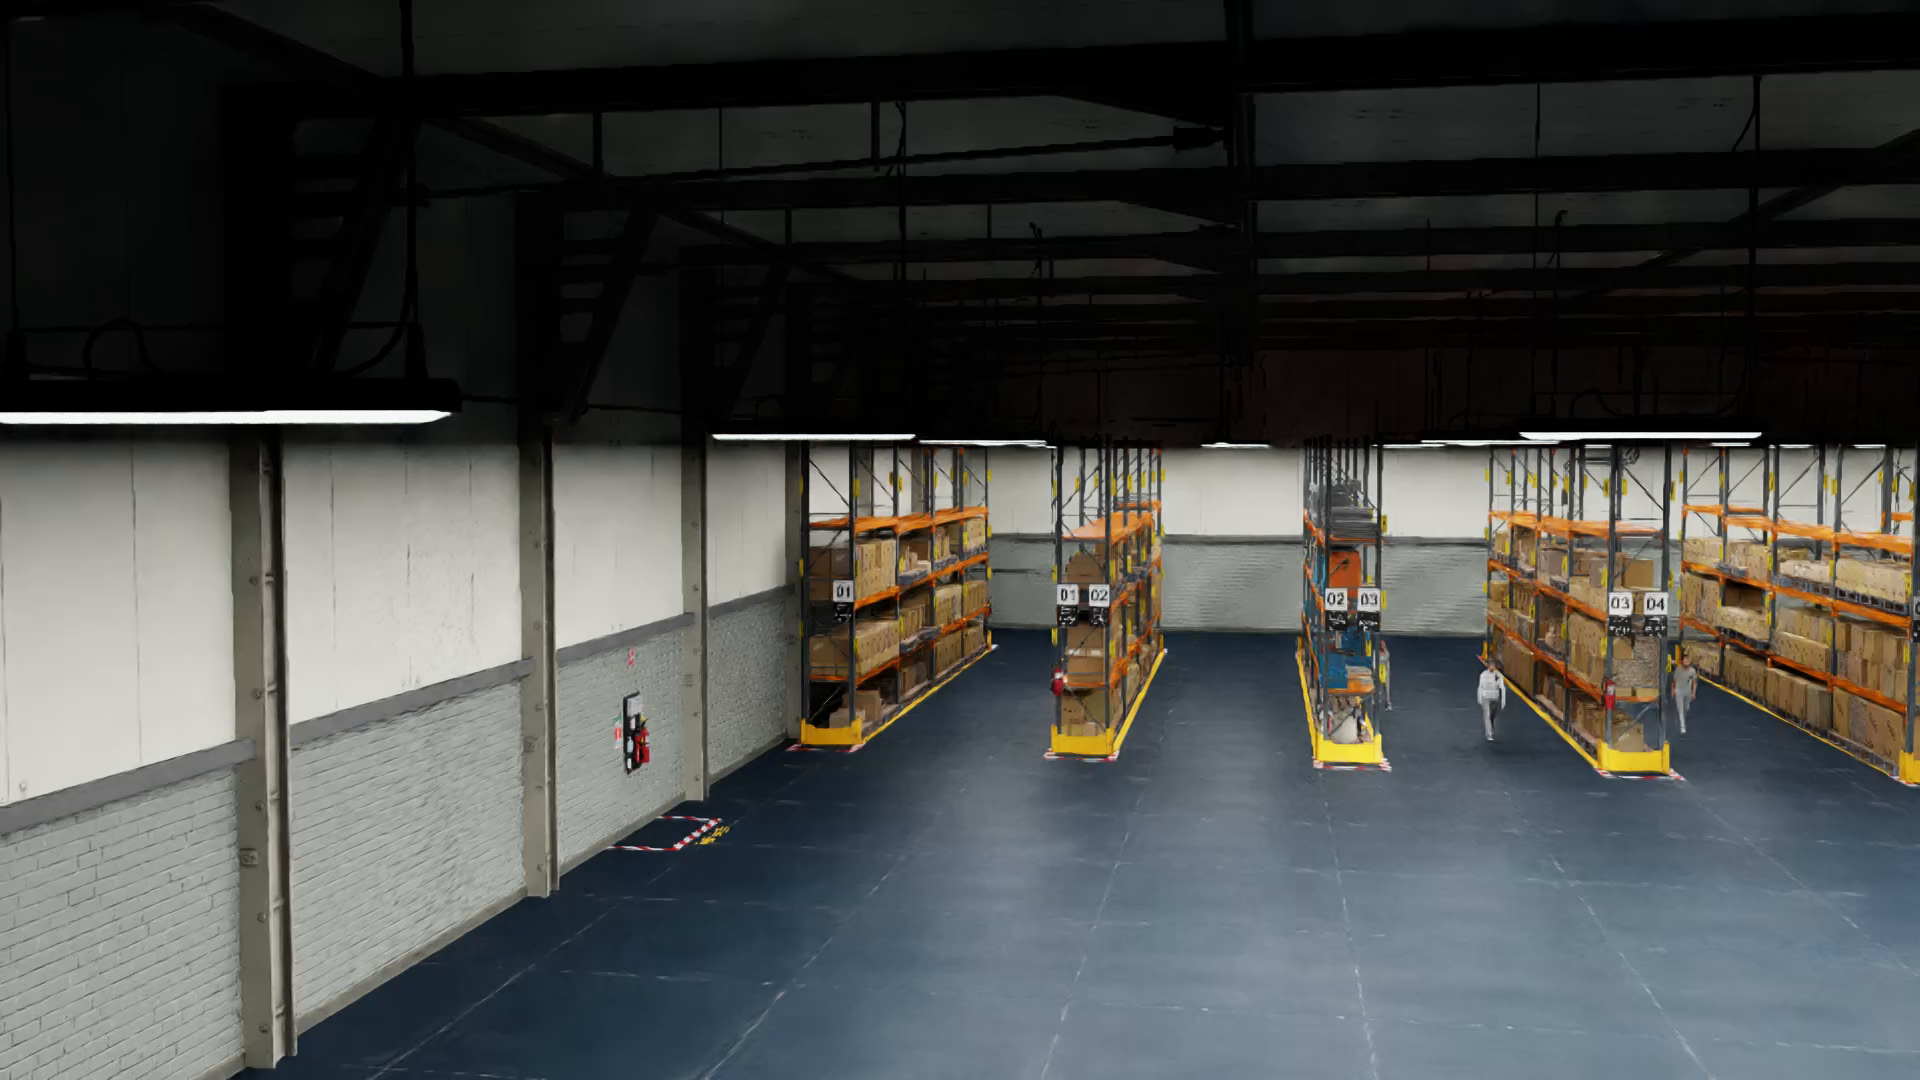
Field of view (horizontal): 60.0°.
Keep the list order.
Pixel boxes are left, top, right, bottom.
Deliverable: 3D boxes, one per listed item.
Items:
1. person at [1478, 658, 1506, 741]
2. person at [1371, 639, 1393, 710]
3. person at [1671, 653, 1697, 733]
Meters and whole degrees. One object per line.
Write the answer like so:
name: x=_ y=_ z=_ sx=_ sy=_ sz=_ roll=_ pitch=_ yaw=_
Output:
person: x=10.513 y=3.124 z=32.861 sx=0.502 sy=1.625 sz=0.997 roll=1 pitch=3 yaw=9
person: x=9.299 y=2.954 z=36.754 sx=0.412 sy=1.533 sz=0.955 roll=0 pitch=3 yaw=2
person: x=14.700 y=3.079 z=33.753 sx=0.446 sy=1.589 sz=0.954 roll=0 pitch=3 yaw=8
